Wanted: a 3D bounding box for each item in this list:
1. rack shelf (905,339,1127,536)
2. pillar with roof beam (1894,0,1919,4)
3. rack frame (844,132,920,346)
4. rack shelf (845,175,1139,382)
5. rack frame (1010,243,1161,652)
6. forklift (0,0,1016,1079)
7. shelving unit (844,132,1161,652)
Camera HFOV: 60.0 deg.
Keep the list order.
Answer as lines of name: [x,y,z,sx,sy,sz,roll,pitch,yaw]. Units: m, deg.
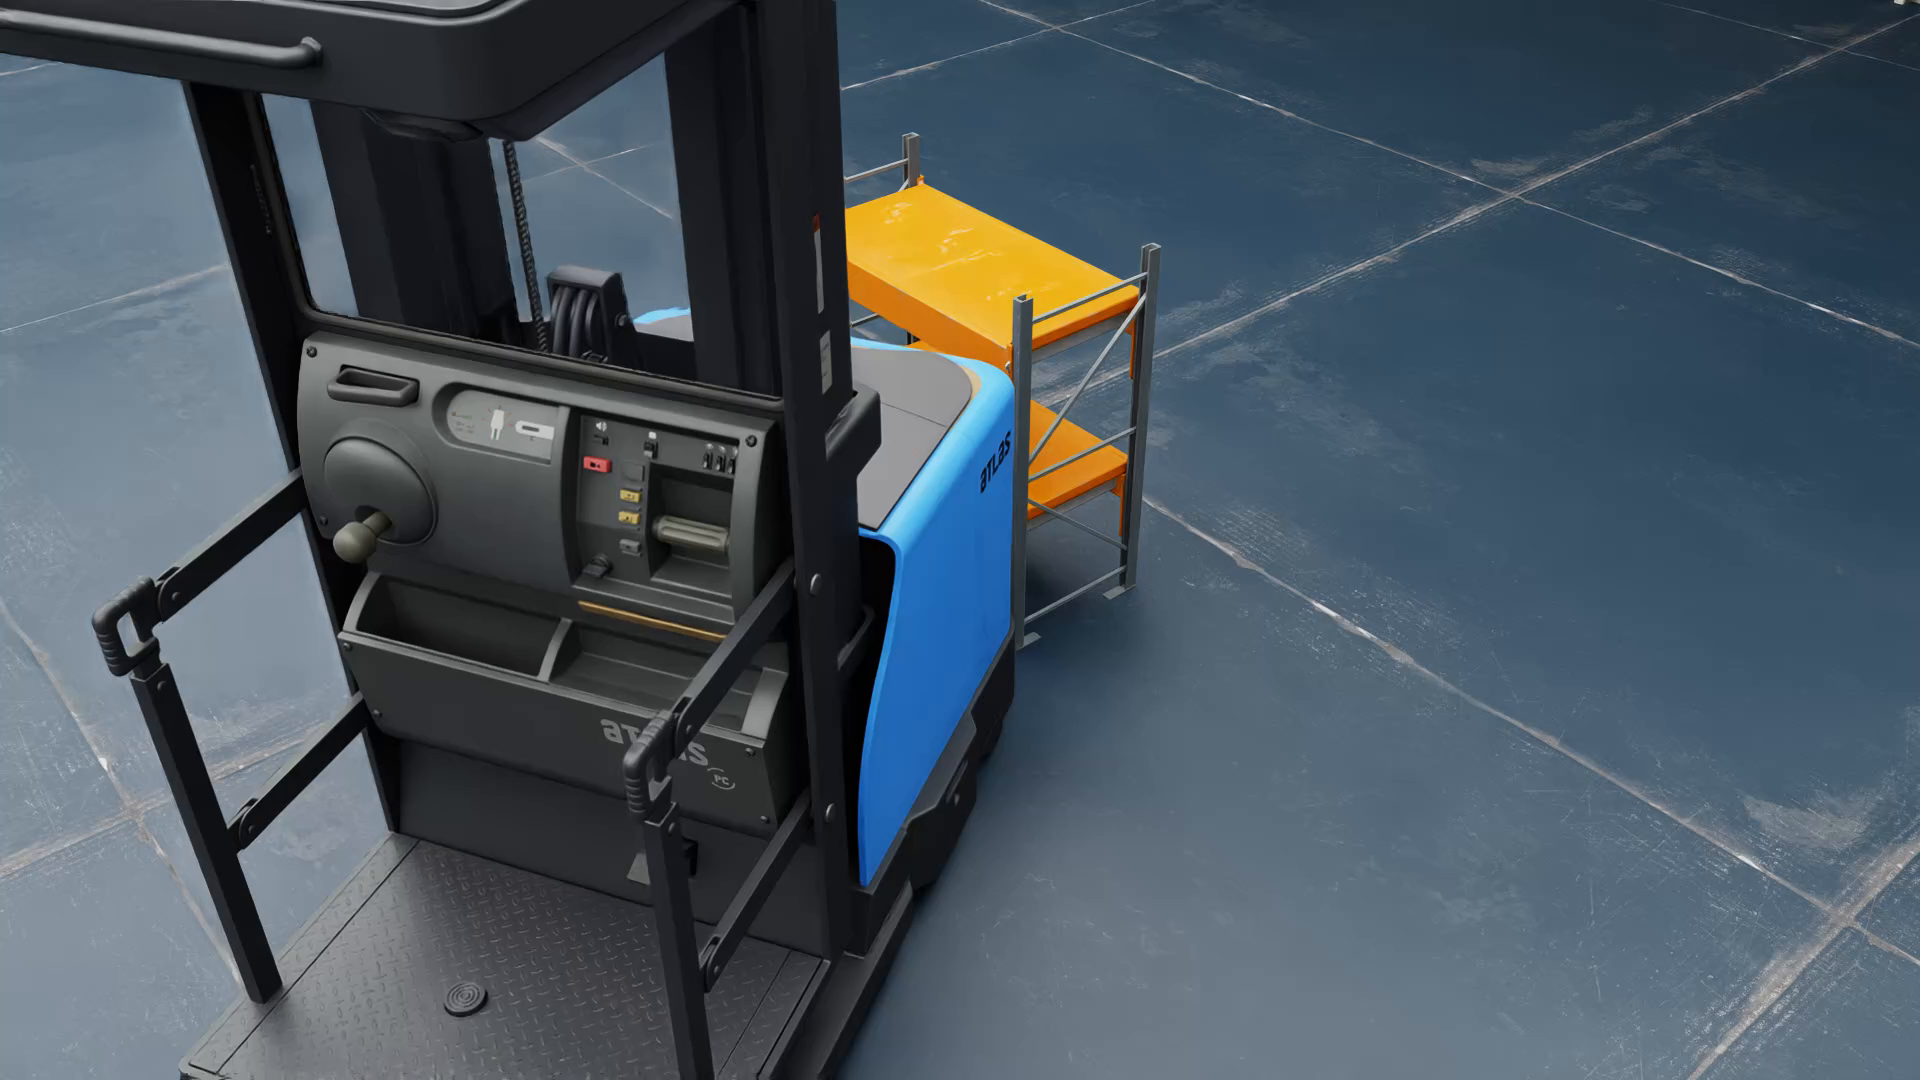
rack shelf: [0.004,-0.257,5.062,0.538,0.278,1.000,-26,43,-32]
pillar with roof beam: [2.381,-5.163,4.754,9.100,9.000,0.400,-26,43,-32]
rack frame: [-0.324,-0.681,5.238,0.500,1.125,0.032,-26,43,-32]
rack shelf: [0.004,-0.695,4.752,0.538,0.278,1.000,-26,43,-32]
rack frame: [0.332,-0.232,4.604,0.500,1.125,0.032,-26,43,-32]
forklift: [-0.840,-0.038,2.768,1.130,2.935,3.031,12,37,16]
shelving unit: [0.004,-0.456,4.921,0.538,1.125,1.048,-26,43,-32]
